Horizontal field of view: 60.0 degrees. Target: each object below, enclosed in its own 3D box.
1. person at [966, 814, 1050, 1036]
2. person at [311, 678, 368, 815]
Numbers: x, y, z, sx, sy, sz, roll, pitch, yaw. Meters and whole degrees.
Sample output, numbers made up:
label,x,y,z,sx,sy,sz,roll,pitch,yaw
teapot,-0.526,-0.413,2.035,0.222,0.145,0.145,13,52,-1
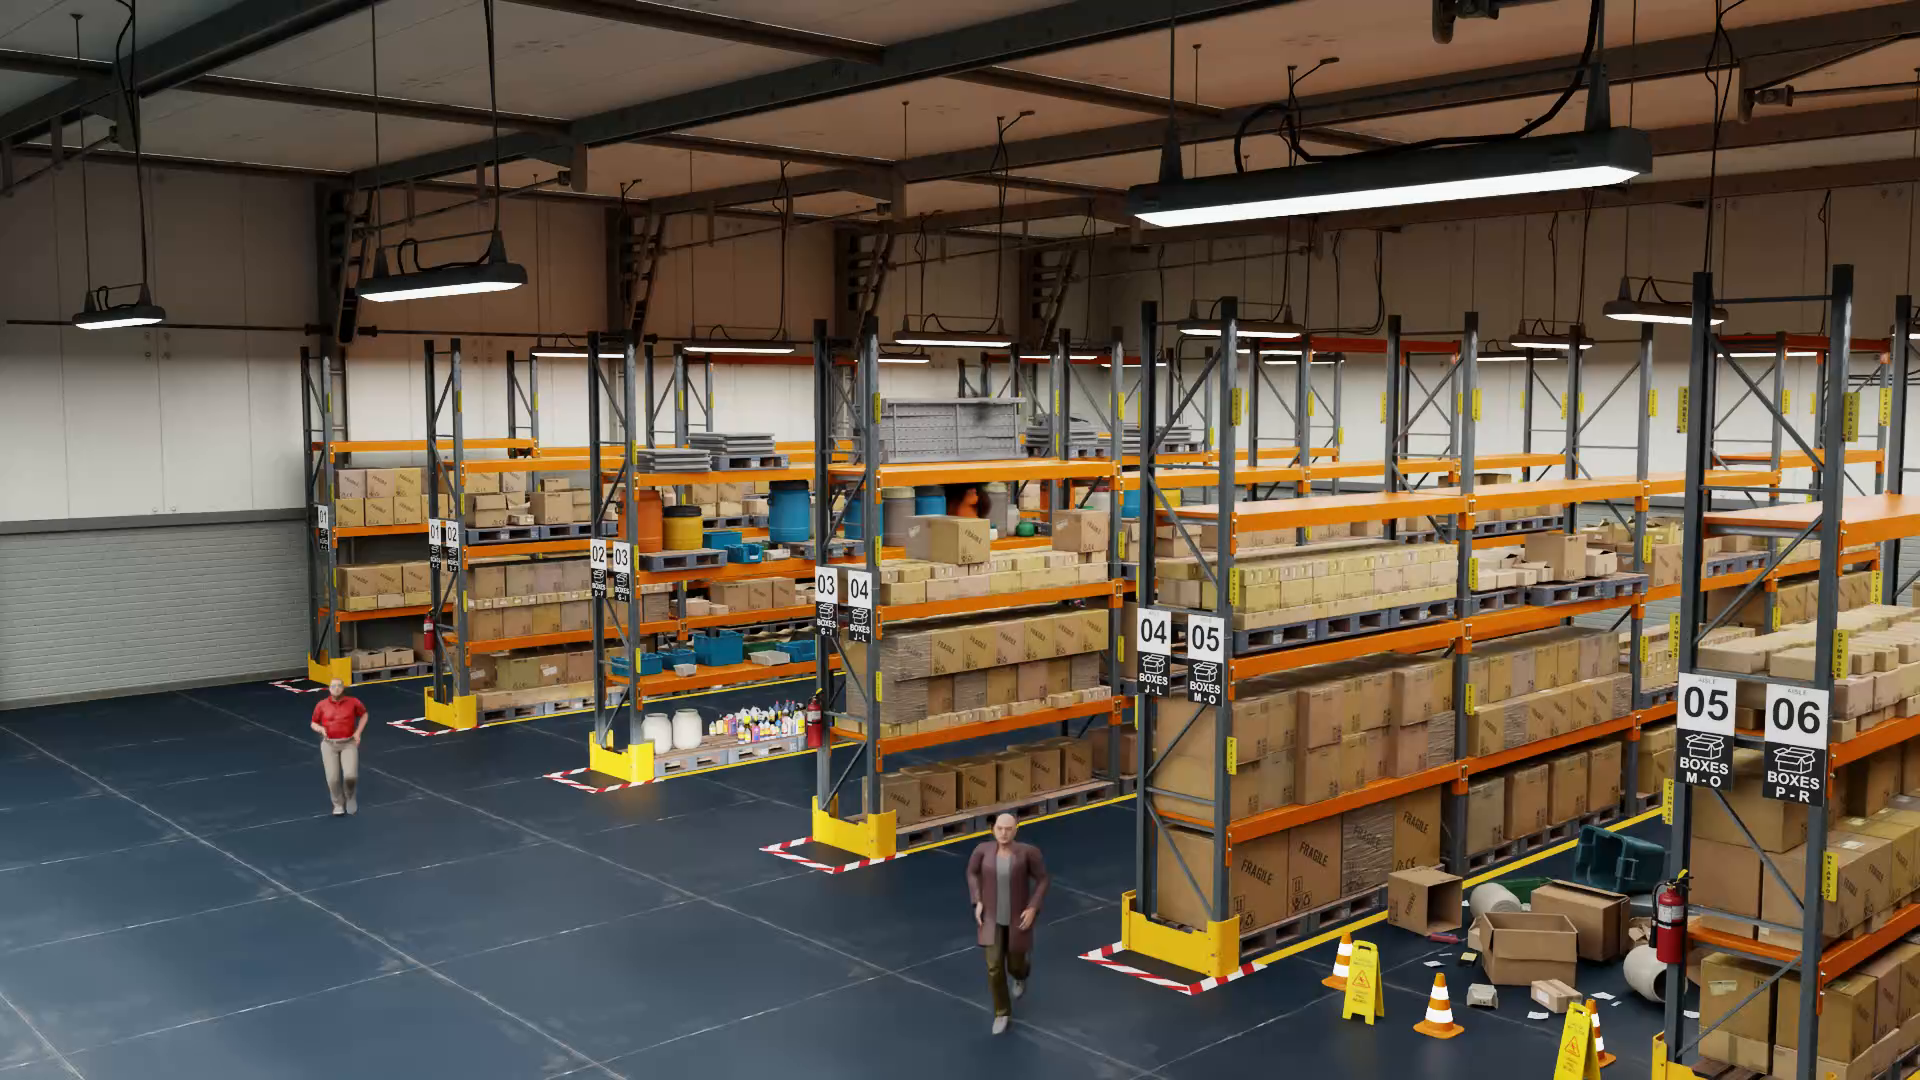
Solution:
label,x,y,z,sx,sy,sz,roll,pitch,yaw
person,0.391,3.100,13.726,0.708,1.753,0.832,1,5,9
person,-7.554,2.539,20.262,0.648,1.701,0.617,-2,5,-18
